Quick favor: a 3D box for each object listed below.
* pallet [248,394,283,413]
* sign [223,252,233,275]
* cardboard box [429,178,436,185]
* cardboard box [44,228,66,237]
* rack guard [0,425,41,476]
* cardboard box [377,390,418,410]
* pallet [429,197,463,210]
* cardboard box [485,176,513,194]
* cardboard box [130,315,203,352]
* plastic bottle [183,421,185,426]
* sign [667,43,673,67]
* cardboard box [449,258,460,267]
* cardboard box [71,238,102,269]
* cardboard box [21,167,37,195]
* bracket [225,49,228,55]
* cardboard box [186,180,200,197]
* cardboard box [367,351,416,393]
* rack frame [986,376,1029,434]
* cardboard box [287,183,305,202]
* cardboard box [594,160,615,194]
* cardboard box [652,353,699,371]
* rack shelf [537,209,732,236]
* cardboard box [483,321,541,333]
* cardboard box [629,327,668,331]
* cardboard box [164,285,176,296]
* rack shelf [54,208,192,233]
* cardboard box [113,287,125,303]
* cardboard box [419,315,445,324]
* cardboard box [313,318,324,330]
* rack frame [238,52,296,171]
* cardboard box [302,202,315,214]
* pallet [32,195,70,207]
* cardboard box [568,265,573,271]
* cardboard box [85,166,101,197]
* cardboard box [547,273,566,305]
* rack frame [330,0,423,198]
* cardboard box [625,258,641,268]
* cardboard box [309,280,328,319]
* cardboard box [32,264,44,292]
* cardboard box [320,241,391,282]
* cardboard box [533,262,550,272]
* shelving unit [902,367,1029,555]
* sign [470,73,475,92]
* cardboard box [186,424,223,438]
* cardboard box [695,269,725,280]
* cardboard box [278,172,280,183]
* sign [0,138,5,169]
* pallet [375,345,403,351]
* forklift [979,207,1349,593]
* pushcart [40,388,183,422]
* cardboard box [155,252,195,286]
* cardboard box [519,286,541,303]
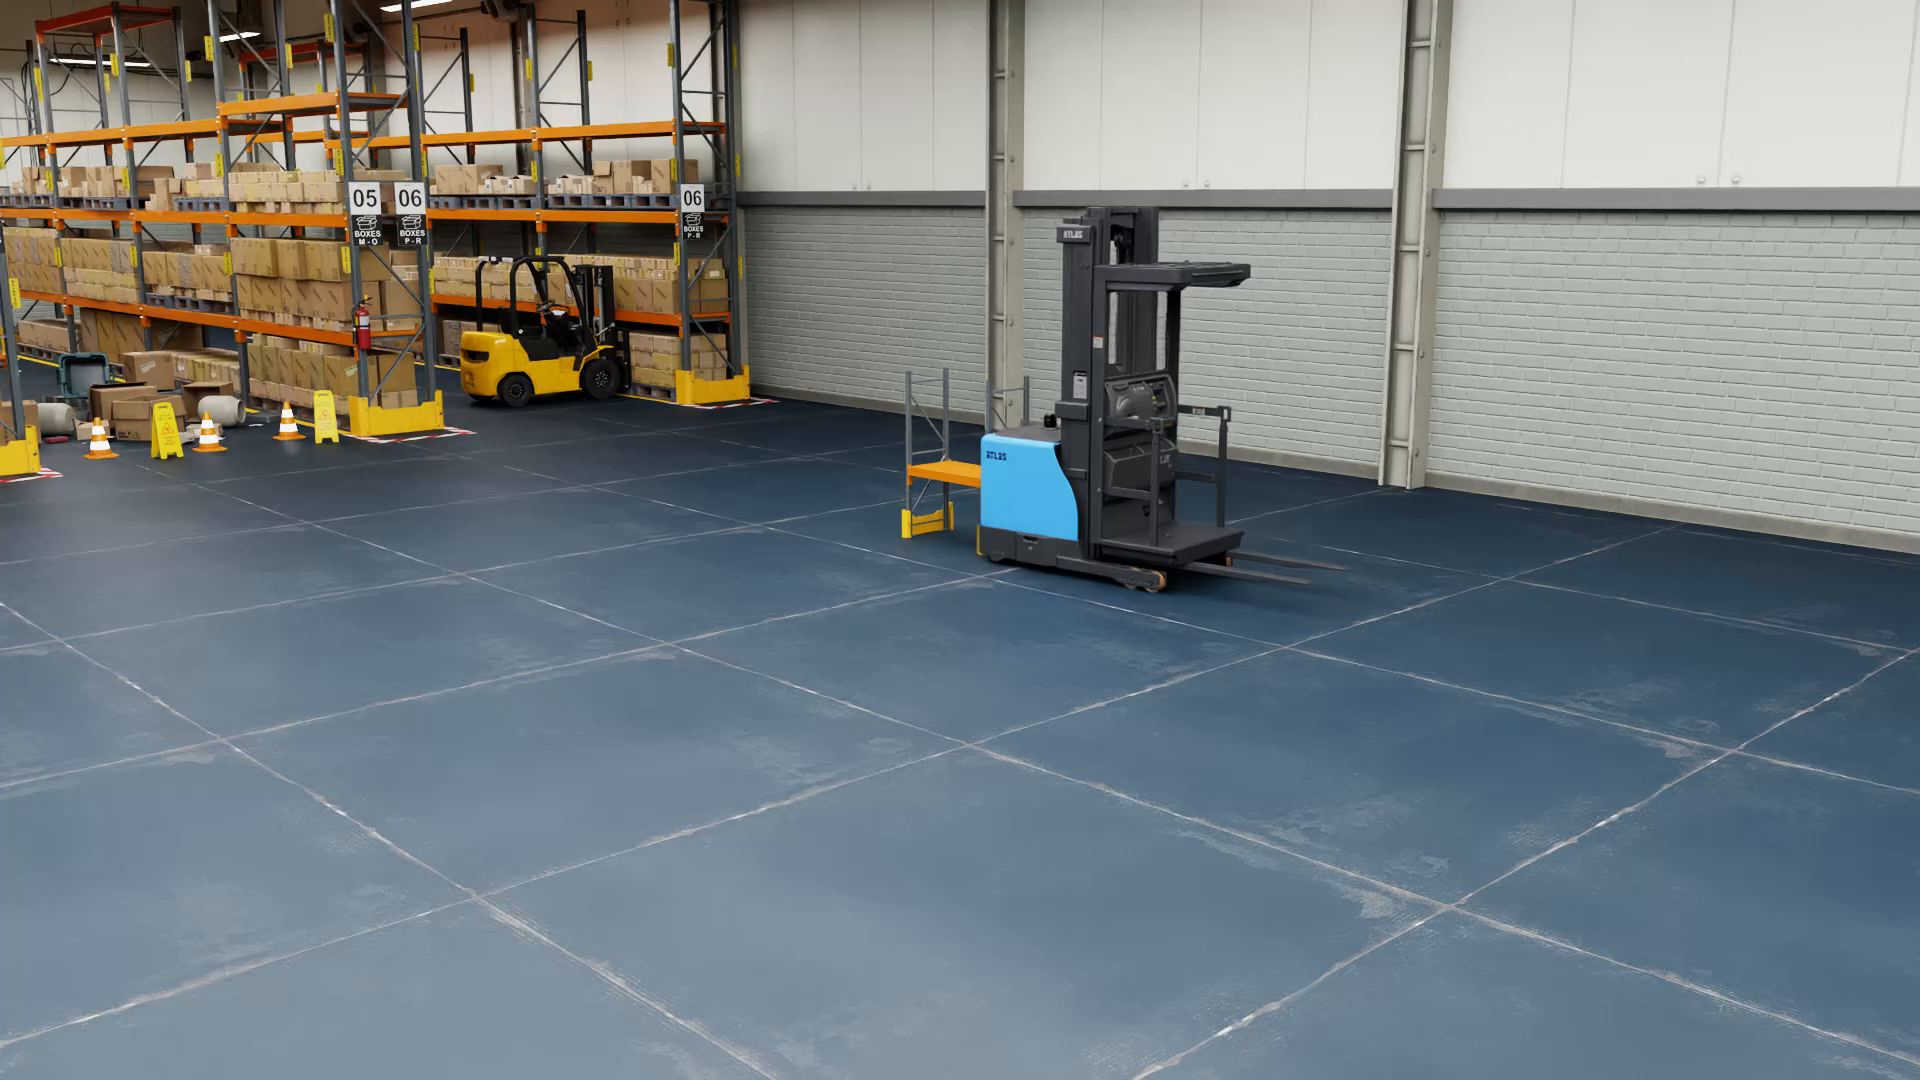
[{"bbox_3d":[-9.601,-2.012,24.153,1.003,0.211,1.213,-11,16,-43],"label":"pallet"},{"bbox_3d":[-10.490,-3.960,23.829,0.100,0.325,0.005,-11,16,-43],"label":"sign"},{"bbox_3d":[-9.717,-6.492,30.203,0.380,0.149,0.250,-10,15,-41],"label":"cardboard box"},{"bbox_3d":[-16.515,-5.621,30.428,0.380,0.149,0.250,-11,16,-43],"label":"cardboard box"},{"bbox_3d":[-10.822,-0.955,18.306,1.175,0.500,0.348,-11,16,-43],"label":"rack guard"},{"bbox_3d":[-7.685,-1.902,22.484,0.500,0.250,0.500,-11,16,-43],"label":"cardboard box"},{"bbox_3d":[-8.732,-6.037,29.813,1.213,0.211,1.003,-10,15,-40],"label":"pallet"},{"bbox_3d":[-7.709,-6.027,28.229,0.500,0.311,0.500,11,16,43],"label":"cardboard box"},{"bbox_3d":[-13.270,-3.332,27.875,0.875,0.875,0.875,-11,16,-43],"label":"cardboard box"},{"bbox_3d":[-10.556,-1.582,22.438,0.133,0.061,0.283,-8,14,-33],"label":"plastic bottle"},{"bbox_3d":[-4.143,-6.940,23.786,0.100,0.325,0.005,-11,16,-43],"label":"sign"},{"bbox_3d":[-8.877,-4.953,29.664,0.380,0.149,0.250,-10,16,-41],"label":"cardboard box"},{"bbox_3d":[-15.148,-5.002,29.032,0.500,0.500,0.500,-11,16,-43],"label":"cardboard box"},{"bbox_3d":[-17.094,-6.680,30.929,0.500,0.500,0.500,-11,16,-42],"label":"cardboard box"},{"bbox_3d":[-16.544,-11.146,37.789,0.235,0.232,0.430,-11,16,-43],"label":"bracket"},{"bbox_3d":[-11.296,-5.286,25.033,0.500,0.250,0.500,-11,16,-42],"label":"cardboard box"},{"bbox_3d":[-7.702,-2.273,22.425,0.500,0.500,0.500,11,16,43],"label":"cardboard box"},{"bbox_3d":[0.409,-0.648,14.341,0.500,1.500,0.032,-11,16,-43],"label":"rack frame"},{"bbox_3d":[-8.585,-4.614,22.074,0.500,0.250,0.500,-10,16,-41],"label":"cardboard box"},{"bbox_3d":[-5.234,-5.638,25.867,0.797,0.503,0.637,-10,15,-41],"label":"cardboard box"},{"bbox_3d":[-4.303,-2.710,25.168,0.500,0.250,0.500,-11,16,-43],"label":"cardboard box"},{"bbox_3d":[-5.122,-4.988,26.037,1.077,0.370,4.000,-11,16,-43],"label":"rack shelf"},{"bbox_3d":[-7.923,-3.504,29.329,0.625,0.625,0.875,11,16,43],"label":"cardboard box"},{"bbox_3d":[-4.970,-3.247,26.534,0.500,0.250,0.500,-11,16,-44],"label":"cardboard box"},{"bbox_3d":[-12.261,-3.928,26.127,0.380,0.149,0.250,-11,16,-42],"label":"cardboard box"},{"bbox_3d":[-14.234,-5.463,28.344,1.077,0.370,4.000,-11,16,-43],"label":"rack shelf"},{"bbox_3d":[-13.754,-4.091,27.706,0.500,0.250,0.500,-11,16,-42],"label":"cardboard box"},{"bbox_3d":[-9.790,-4.083,30.840,0.250,0.149,0.380,11,16,42],"label":"cardboard box"},{"bbox_3d":[-8.358,-2.884,22.098,0.380,0.149,0.250,-11,16,-42],"label":"cardboard box"},{"bbox_3d":[-14.790,-8.853,35.579,1.000,3.000,0.127,-11,16,-43],"label":"rack frame"},{"bbox_3d":[-8.465,-4.397,22.011,0.380,0.149,0.250,-11,16,-43],"label":"cardboard box"},{"bbox_3d":[-16.173,-6.185,30.284,1.003,0.211,1.213,-11,16,-43],"label":"pallet"},{"bbox_3d":[-6.093,-4.375,26.856,0.380,0.149,0.250,-11,16,-43],"label":"cardboard box"},{"bbox_3d":[-14.280,-5.995,27.854,0.500,0.500,0.500,-11,16,-42],"label":"cardboard box"},{"bbox_3d":[-6.386,-4.111,27.183,0.500,0.500,0.500,11,16,44],"label":"cardboard box"},{"bbox_3d":[-7.328,-5.825,20.885,1.000,3.000,0.127,-11,16,-43],"label":"rack frame"},{"bbox_3d":[-4.912,-4.250,25.513,0.380,0.149,0.250,-10,16,-41],"label":"cardboard box"},{"bbox_3d":[-8.245,-3.196,22.006,0.500,0.500,0.500,-11,16,-42],"label":"cardboard box"},{"bbox_3d":[-16.838,-4.865,30.843,0.500,0.500,0.500,-11,16,-43],"label":"cardboard box"},{"bbox_3d":[-7.839,-3.615,21.563,0.500,0.500,0.700,11,16,44],"label":"cardboard box"},{"bbox_3d":[-6.900,-4.548,27.700,0.380,0.149,0.250,-10,15,-41],"label":"cardboard box"},{"bbox_3d":[0.051,-0.724,14.707,0.587,1.500,1.083,-11,16,-43],"label":"shelving unit"},{"bbox_3d":[-8.867,-8.298,30.180,0.100,0.325,0.005,-11,16,-43],"label":"sign"},{"bbox_3d":[-9.694,-1.400,21.340,0.380,0.149,0.250,-3,12,-13],"label":"cardboard box"},{"bbox_3d":[-3.788,-4.031,25.190,0.250,0.149,0.380,11,16,44],"label":"cardboard box"},{"bbox_3d":[-8.976,-4.901,22.477,0.380,0.149,0.250,-10,16,-41],"label":"cardboard box"},{"bbox_3d":[-10.433,-4.195,18.043,0.100,0.325,0.005,-11,16,-43],"label":"sign"},{"bbox_3d":[-10.592,-3.673,32.217,1.003,0.211,1.213,-11,16,-43],"label":"pallet"},{"bbox_3d":[1.614,-1.145,13.204,3.031,2.935,1.130,10,15,39],"label":"forklift"},{"bbox_3d":[-11.705,-1.861,23.011,0.936,0.377,1.648,6,13,26],"label":"pushcart"},{"bbox_3d":[-12.345,-4.282,26.235,0.500,0.500,0.500,-10,15,-40],"label":"cardboard box"},{"bbox_3d":[-7.040,-4.127,27.879,0.500,0.250,0.500,-10,16,-41],"label":"cardboard box"}]
